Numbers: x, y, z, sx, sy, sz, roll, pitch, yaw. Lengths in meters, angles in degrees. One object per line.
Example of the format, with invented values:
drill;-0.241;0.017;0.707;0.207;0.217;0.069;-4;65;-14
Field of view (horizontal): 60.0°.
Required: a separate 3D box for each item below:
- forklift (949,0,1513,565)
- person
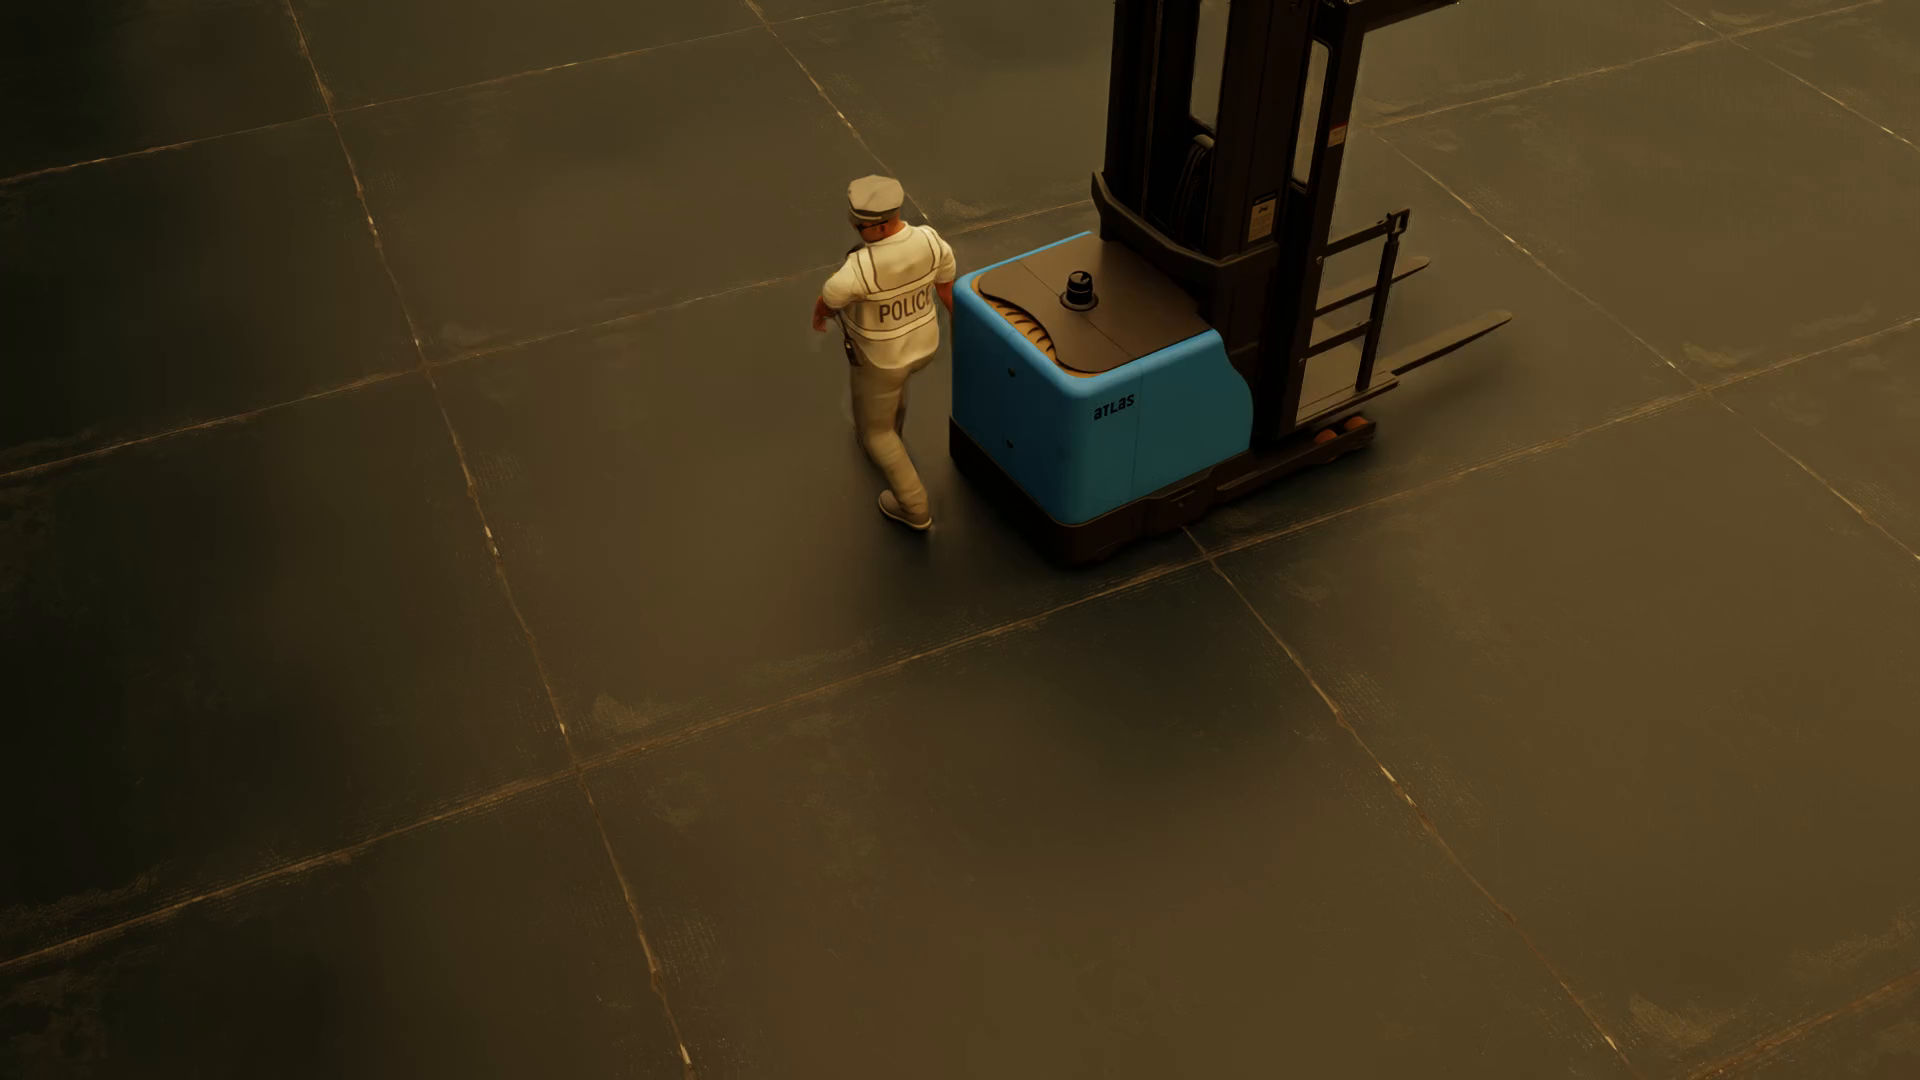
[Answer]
forklift;1.466;-1.732;7.536;3.031;2.935;1.130;-24;48;-23
person;-0.323;-0.949;7.633;0.873;1.681;0.693;34;53;31
